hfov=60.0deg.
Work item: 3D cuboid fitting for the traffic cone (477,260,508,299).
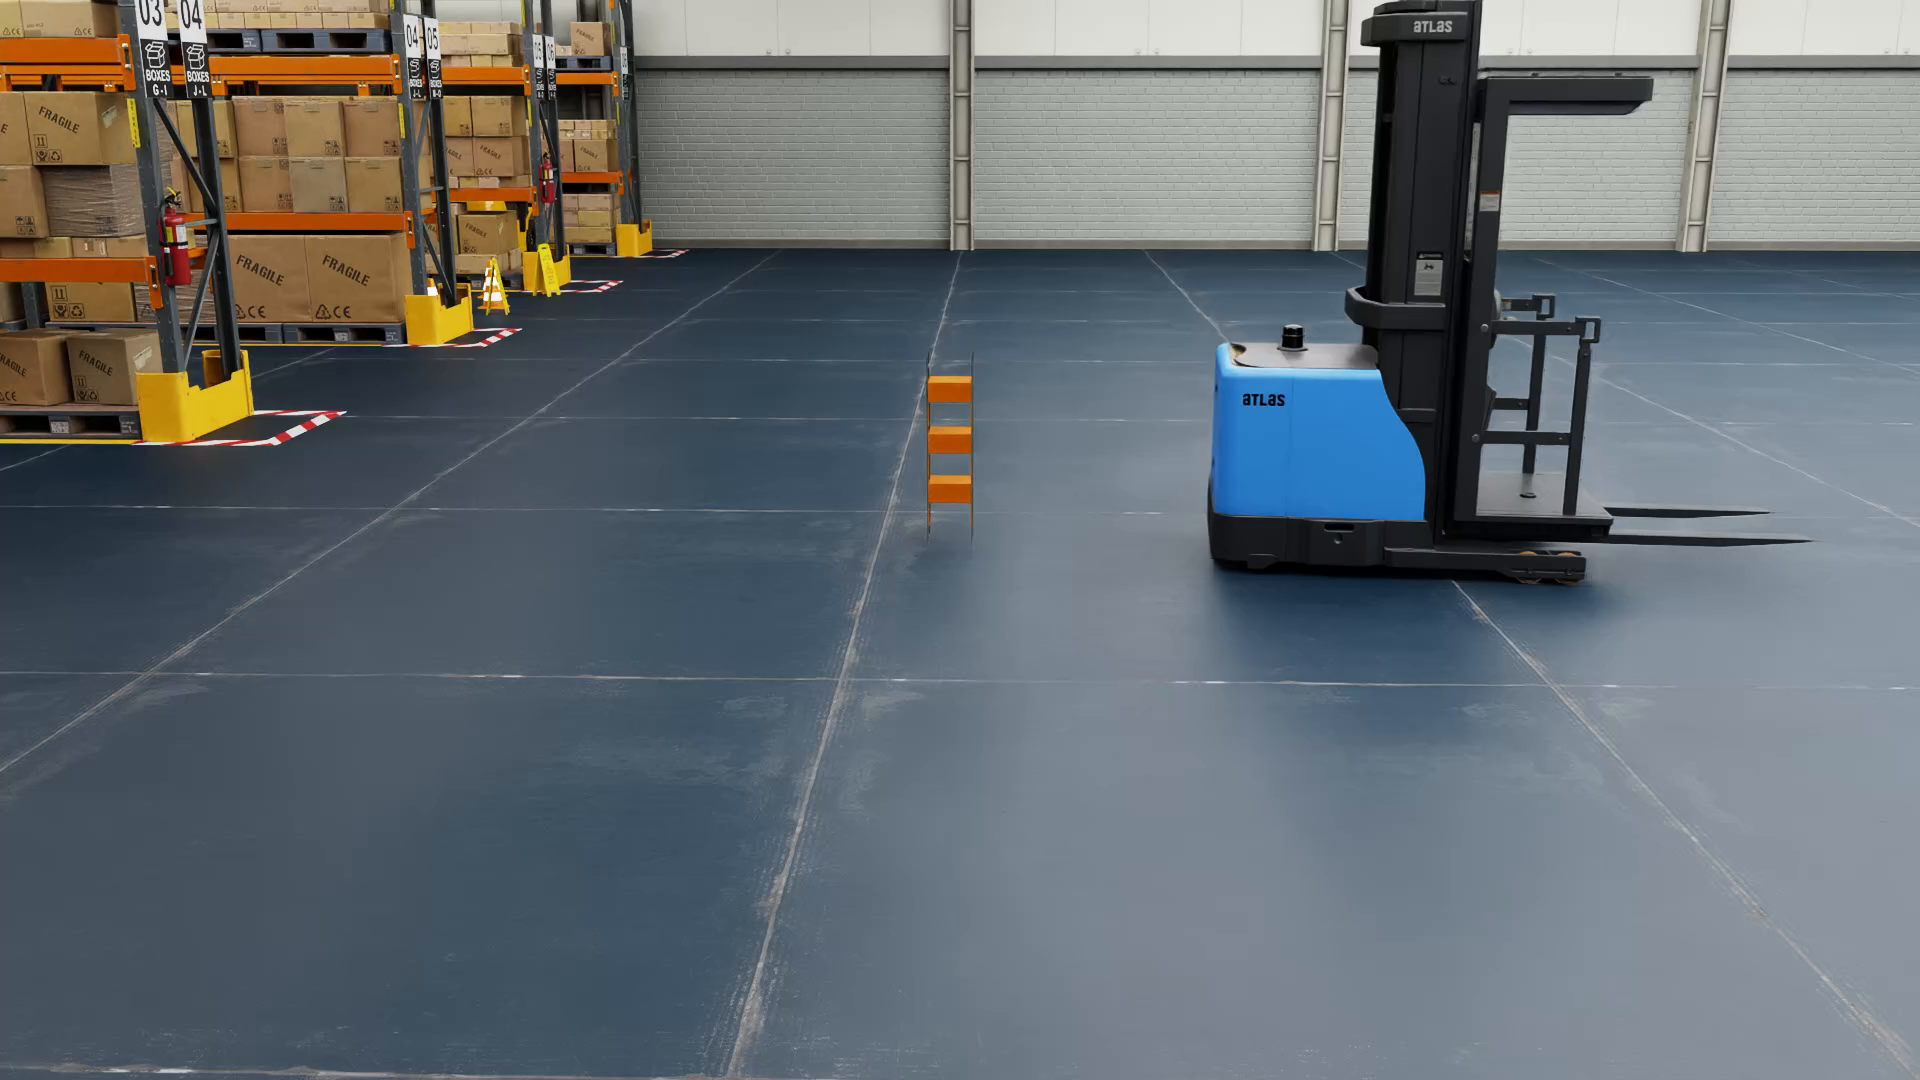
[{"bbox_3d":[-5.875,-3.278,20.858,0.334,0.463,0.336,0,15,1],"label":"traffic cone"}]

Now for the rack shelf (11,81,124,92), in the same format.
[{"bbox_3d":[-15.285,-7.265,26.525,4.000,0.370,1.077,0,15,1],"label":"rack shelf"}]

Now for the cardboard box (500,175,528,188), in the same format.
[{"bbox_3d":[-5.791,-4.657,21.605,0.250,0.149,0.380,1,15,3],"label":"cardboard box"}]

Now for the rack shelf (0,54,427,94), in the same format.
[{"bbox_3d":[-7.437,-4.684,16.742,4.000,0.370,1.077,0,15,1],"label":"rack shelf"}]

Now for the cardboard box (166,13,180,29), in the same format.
[{"bbox_3d":[-7.560,-5.075,16.290,0.250,0.149,0.380,1,15,2],"label":"cardboard box"}]

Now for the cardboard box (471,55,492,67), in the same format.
[{"bbox_3d":[-6.025,-6.084,21.133,0.250,0.149,0.380,0,15,2],"label":"cardboard box"}]

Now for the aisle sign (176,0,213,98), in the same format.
[{"bbox_3d":[-5.595,-3.637,12.149,0.004,0.787,0.394,0,15,1],"label":"aisle sign"}]

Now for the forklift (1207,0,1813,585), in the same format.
[{"bbox_3d":[2.877,-1.330,8.635,3.031,2.935,1.130,2,15,7],"label":"forklift"}]

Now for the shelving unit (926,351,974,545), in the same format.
[{"bbox_3d":[-0.053,-0.508,9.207,0.252,1.050,0.215,0,15,1],"label":"shelving unit"}]

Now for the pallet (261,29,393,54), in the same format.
[{"bbox_3d":[-6.179,-4.978,16.620,1.213,0.211,1.003,0,15,1],"label":"pallet"}]

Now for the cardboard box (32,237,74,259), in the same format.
[{"bbox_3d":[-6.456,-2.122,11.995,0.250,0.149,0.380,0,15,1],"label":"cardboard box"}]

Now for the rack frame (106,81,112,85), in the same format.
[{"bbox_3d":[-13.286,-6.149,26.766,0.127,3.000,1.000,0,15,1],"label":"rack frame"}]

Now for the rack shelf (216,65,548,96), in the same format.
[{"bbox_3d":[-7.411,-5.947,21.529,4.000,0.370,1.077,0,15,1],"label":"rack shelf"}]

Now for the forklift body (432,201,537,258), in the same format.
[{"bbox_3d":[-7.231,-5.234,24.960,1.214,2.155,2.313,0,15,1],"label":"forklift body"}]

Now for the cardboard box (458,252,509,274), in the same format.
[{"bbox_3d":[-6.251,-3.641,21.828,0.500,0.250,0.500,0,15,1],"label":"cardboard box"}]

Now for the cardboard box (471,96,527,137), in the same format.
[{"bbox_3d":[-5.928,-5.454,21.394,0.500,0.500,0.700,0,15,0],"label":"cardboard box"}]

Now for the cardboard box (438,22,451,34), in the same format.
[{"bbox_3d":[-6.522,-6.496,21.130,0.250,0.149,0.380,0,15,2],"label":"cardboard box"}]

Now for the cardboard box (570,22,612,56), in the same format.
[{"bbox_3d":[-5.737,-7.788,25.882,0.500,0.500,0.500,1,15,3],"label":"cardboard box"}]

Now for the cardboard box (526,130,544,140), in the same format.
[{"bbox_3d":[-6.672,-6.395,26.232,0.250,0.149,0.380,0,15,0],"label":"cardboard box"}]

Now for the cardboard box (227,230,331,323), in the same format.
[{"bbox_3d":[-6.996,-2.736,17.174,0.875,0.875,0.875,0,15,1],"label":"cardboard box"}]

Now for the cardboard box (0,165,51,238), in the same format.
[{"bbox_3d":[-6.717,-2.479,12.078,0.500,0.500,0.875,0,15,1],"label":"cardboard box"}]

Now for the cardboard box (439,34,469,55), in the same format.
[{"bbox_3d":[-6.433,-6.294,21.148,0.500,0.250,0.500,0,15,1],"label":"cardboard box"}]

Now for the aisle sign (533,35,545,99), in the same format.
[{"bbox_3d":[-5.357,-6.014,21.157,0.004,0.787,0.394,0,15,1],"label":"aisle sign"}]

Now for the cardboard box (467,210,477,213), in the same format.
[{"bbox_3d":[-6.758,-4.145,22.268,0.500,0.500,0.500,0,15,-1],"label":"cardboard box"}]

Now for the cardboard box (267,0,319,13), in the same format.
[{"bbox_3d":[-6.434,-5.276,16.271,0.500,0.250,0.500,0,15,2],"label":"cardboard box"}]

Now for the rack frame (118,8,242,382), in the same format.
[{"bbox_3d":[-5.665,-2.304,12.192,0.127,3.000,1.000,0,15,1],"label":"rack frame"}]

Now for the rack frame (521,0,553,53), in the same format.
[{"bbox_3d":[-5.412,-7.732,21.005,0.127,3.000,1.000,0,15,1],"label":"rack frame"}]

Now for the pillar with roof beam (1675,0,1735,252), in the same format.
[{"bbox_3d":[11.922,-8.017,22.086,0.400,9.000,9.100,0,15,1],"label":"pillar with roof beam"}]

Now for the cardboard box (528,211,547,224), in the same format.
[{"bbox_3d":[-6.801,-5.140,26.527,0.500,0.250,0.500,0,15,0],"label":"cardboard box"}]

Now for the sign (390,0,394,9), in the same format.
[{"bbox_3d":[-5.465,-5.270,15.974,0.005,0.325,0.100,0,15,1],"label":"sign"}]

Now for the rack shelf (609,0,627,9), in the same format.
[{"bbox_3d":[-7.288,-8.469,25.996,4.000,0.370,1.077,0,15,1],"label":"rack shelf"}]

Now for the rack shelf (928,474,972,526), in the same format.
[{"bbox_3d":[-0.053,-0.229,9.281,0.240,0.259,0.215,0,15,1],"label":"rack shelf"}]

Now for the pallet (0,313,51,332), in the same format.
[{"bbox_3d":[-10.209,-2.232,17.384,1.213,0.211,1.003,0,15,1],"label":"pallet"}]

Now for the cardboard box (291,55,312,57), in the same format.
[{"bbox_3d":[-8.345,-6.120,21.270,0.250,0.149,0.380,1,15,3],"label":"cardboard box"}]

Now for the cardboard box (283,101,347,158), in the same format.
[{"bbox_3d":[-6.359,-4.155,16.798,0.550,0.550,0.875,0,15,1],"label":"cardboard box"}]

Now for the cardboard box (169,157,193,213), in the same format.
[{"bbox_3d":[-7.980,-3.636,16.947,0.550,0.550,0.875,0,15,1],"label":"cardboard box"}]

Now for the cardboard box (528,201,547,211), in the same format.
[{"bbox_3d":[-6.772,-5.380,26.458,0.500,0.250,0.500,1,15,2],"label":"cardboard box"}]

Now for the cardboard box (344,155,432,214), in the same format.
[{"bbox_3d":[-5.809,-3.631,16.930,0.550,0.550,0.875,0,15,1],"label":"cardboard box"}]

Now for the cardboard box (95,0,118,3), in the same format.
[{"bbox_3d":[-5.950,-3.797,11.483,0.250,0.149,0.380,0,15,1],"label":"cardboard box"}]

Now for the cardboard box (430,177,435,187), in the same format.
[{"bbox_3d":[-6.814,-4.669,21.651,0.250,0.149,0.380,1,15,2],"label":"cardboard box"}]

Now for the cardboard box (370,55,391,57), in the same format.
[{"bbox_3d":[-7.312,-6.090,21.153,0.250,0.149,0.380,0,15,1],"label":"cardboard box"}]

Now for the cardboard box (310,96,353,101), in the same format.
[{"bbox_3d":[-7.965,-5.455,21.399,0.500,0.500,0.700,0,15,0],"label":"cardboard box"}]

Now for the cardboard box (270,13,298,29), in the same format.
[{"bbox_3d":[-6.540,-5.069,16.267,0.250,0.149,0.380,1,15,2],"label":"cardboard box"}]

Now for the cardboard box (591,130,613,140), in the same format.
[{"bbox_3d":[-5.642,-6.390,26.211,0.250,0.149,0.380,1,15,2],"label":"cardboard box"}]

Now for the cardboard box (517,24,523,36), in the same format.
[{"bbox_3d":[-5.762,-6.600,21.524,0.250,0.149,0.380,0,15,1],"label":"cardboard box"}]

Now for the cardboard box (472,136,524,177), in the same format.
[{"bbox_3d":[-5.961,-4.956,21.467,0.500,0.500,0.500,0,15,0],"label":"cardboard box"}]

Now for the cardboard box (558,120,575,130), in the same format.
[{"bbox_3d":[-6.162,-6.540,26.197,0.250,0.149,0.380,1,15,3],"label":"cardboard box"}]

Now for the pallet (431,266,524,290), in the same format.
[{"bbox_3d":[-6.299,-3.497,22.183,1.213,0.211,1.003,0,15,1],"label":"pallet"}]

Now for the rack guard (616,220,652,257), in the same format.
[{"bbox_3d":[-5.265,-4.888,26.887,0.348,0.500,1.175,0,15,1],"label":"rack guard"}]

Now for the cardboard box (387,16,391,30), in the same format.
[{"bbox_3d":[-5.772,-5.232,16.885,0.250,0.149,0.380,0,15,2],"label":"cardboard box"}]

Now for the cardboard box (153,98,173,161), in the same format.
[{"bbox_3d":[-6.208,-3.052,12.291,0.500,0.500,0.500,0,15,1],"label":"cardboard box"}]

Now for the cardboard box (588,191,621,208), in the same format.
[{"bbox_3d":[-5.764,-5.505,26.933,0.500,0.250,0.500,0,15,1],"label":"cardboard box"}]
